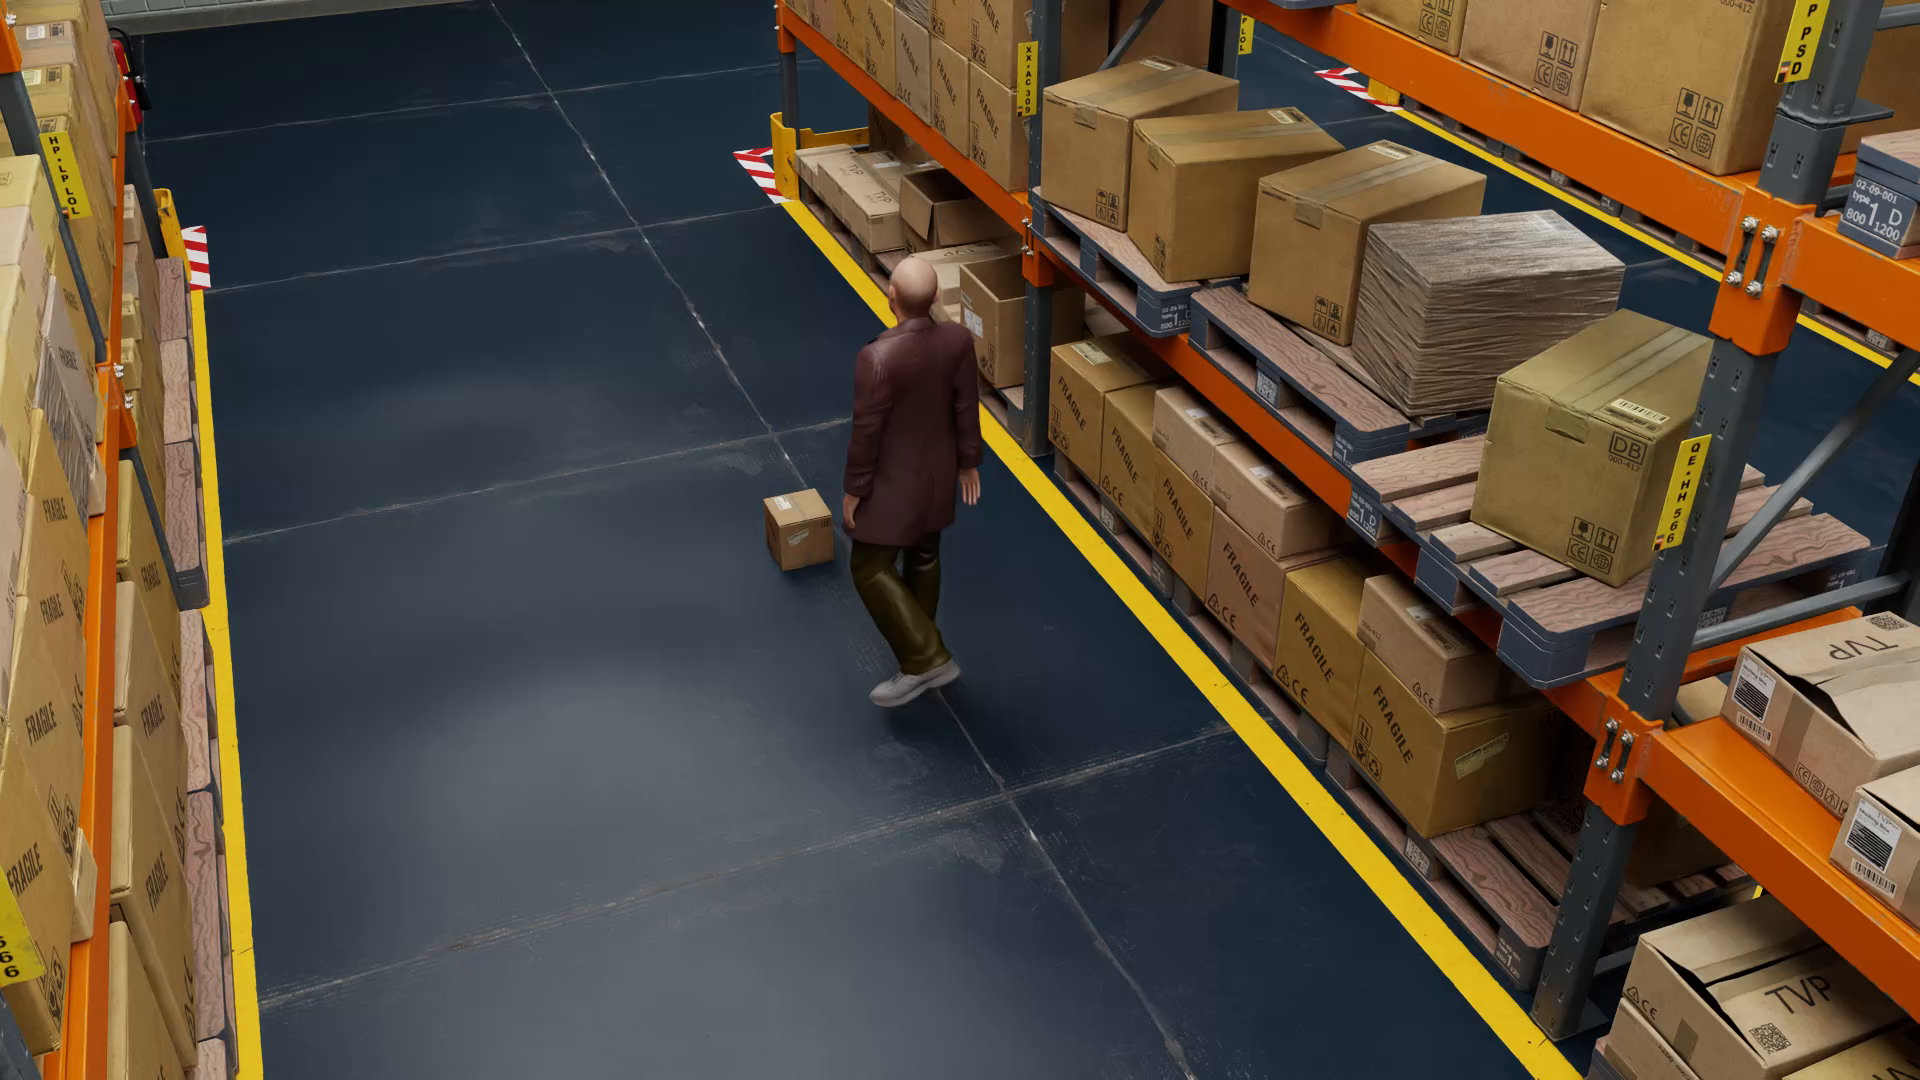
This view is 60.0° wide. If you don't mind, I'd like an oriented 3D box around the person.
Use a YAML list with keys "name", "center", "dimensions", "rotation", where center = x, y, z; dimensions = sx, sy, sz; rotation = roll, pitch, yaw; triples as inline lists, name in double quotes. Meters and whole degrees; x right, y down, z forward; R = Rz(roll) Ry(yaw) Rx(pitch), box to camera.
- name: "person"
  center: [-0.176, -0.209, 6.448]
  dimensions: [0.678, 1.772, 0.652]
  rotation: [-25, 40, -33]
